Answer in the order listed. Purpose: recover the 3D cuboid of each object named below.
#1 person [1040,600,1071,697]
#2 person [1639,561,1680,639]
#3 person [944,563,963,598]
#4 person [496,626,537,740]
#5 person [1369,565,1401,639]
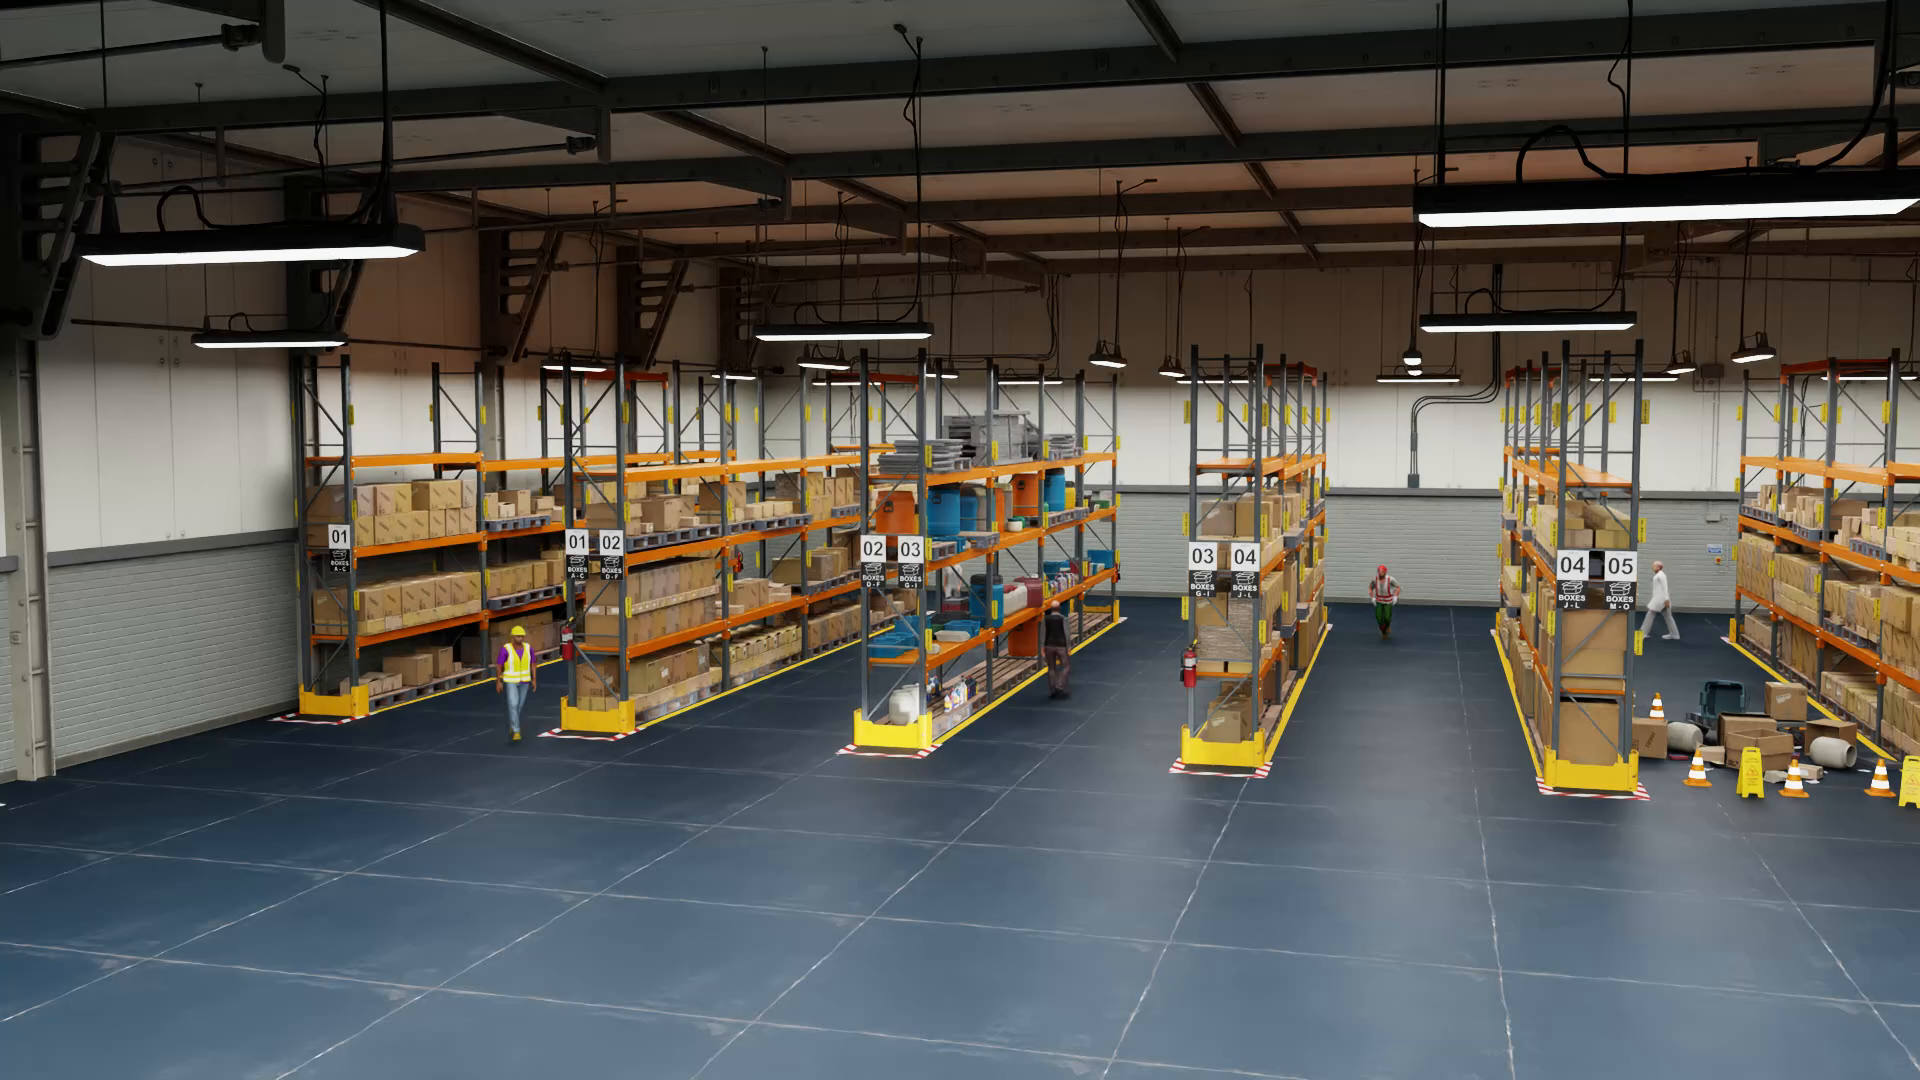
[{"bbox_3d":[1.701,1.935,29.554,0.566,1.720,0.537,1,4,16],"label":"person"},{"bbox_3d":[15.567,1.334,37.095,0.995,1.734,0.562,3,6,39],"label":"person"},{"bbox_3d":[-0.182,1.145,40.321,0.486,1.600,1.044,0,4,6],"label":"person"},{"bbox_3d":[-6.826,2.189,25.715,0.619,1.714,0.955,-4,6,-41],"label":"person"},{"bbox_3d":[9.474,1.384,37.121,0.695,1.684,0.645,2,5,22],"label":"person"}]
